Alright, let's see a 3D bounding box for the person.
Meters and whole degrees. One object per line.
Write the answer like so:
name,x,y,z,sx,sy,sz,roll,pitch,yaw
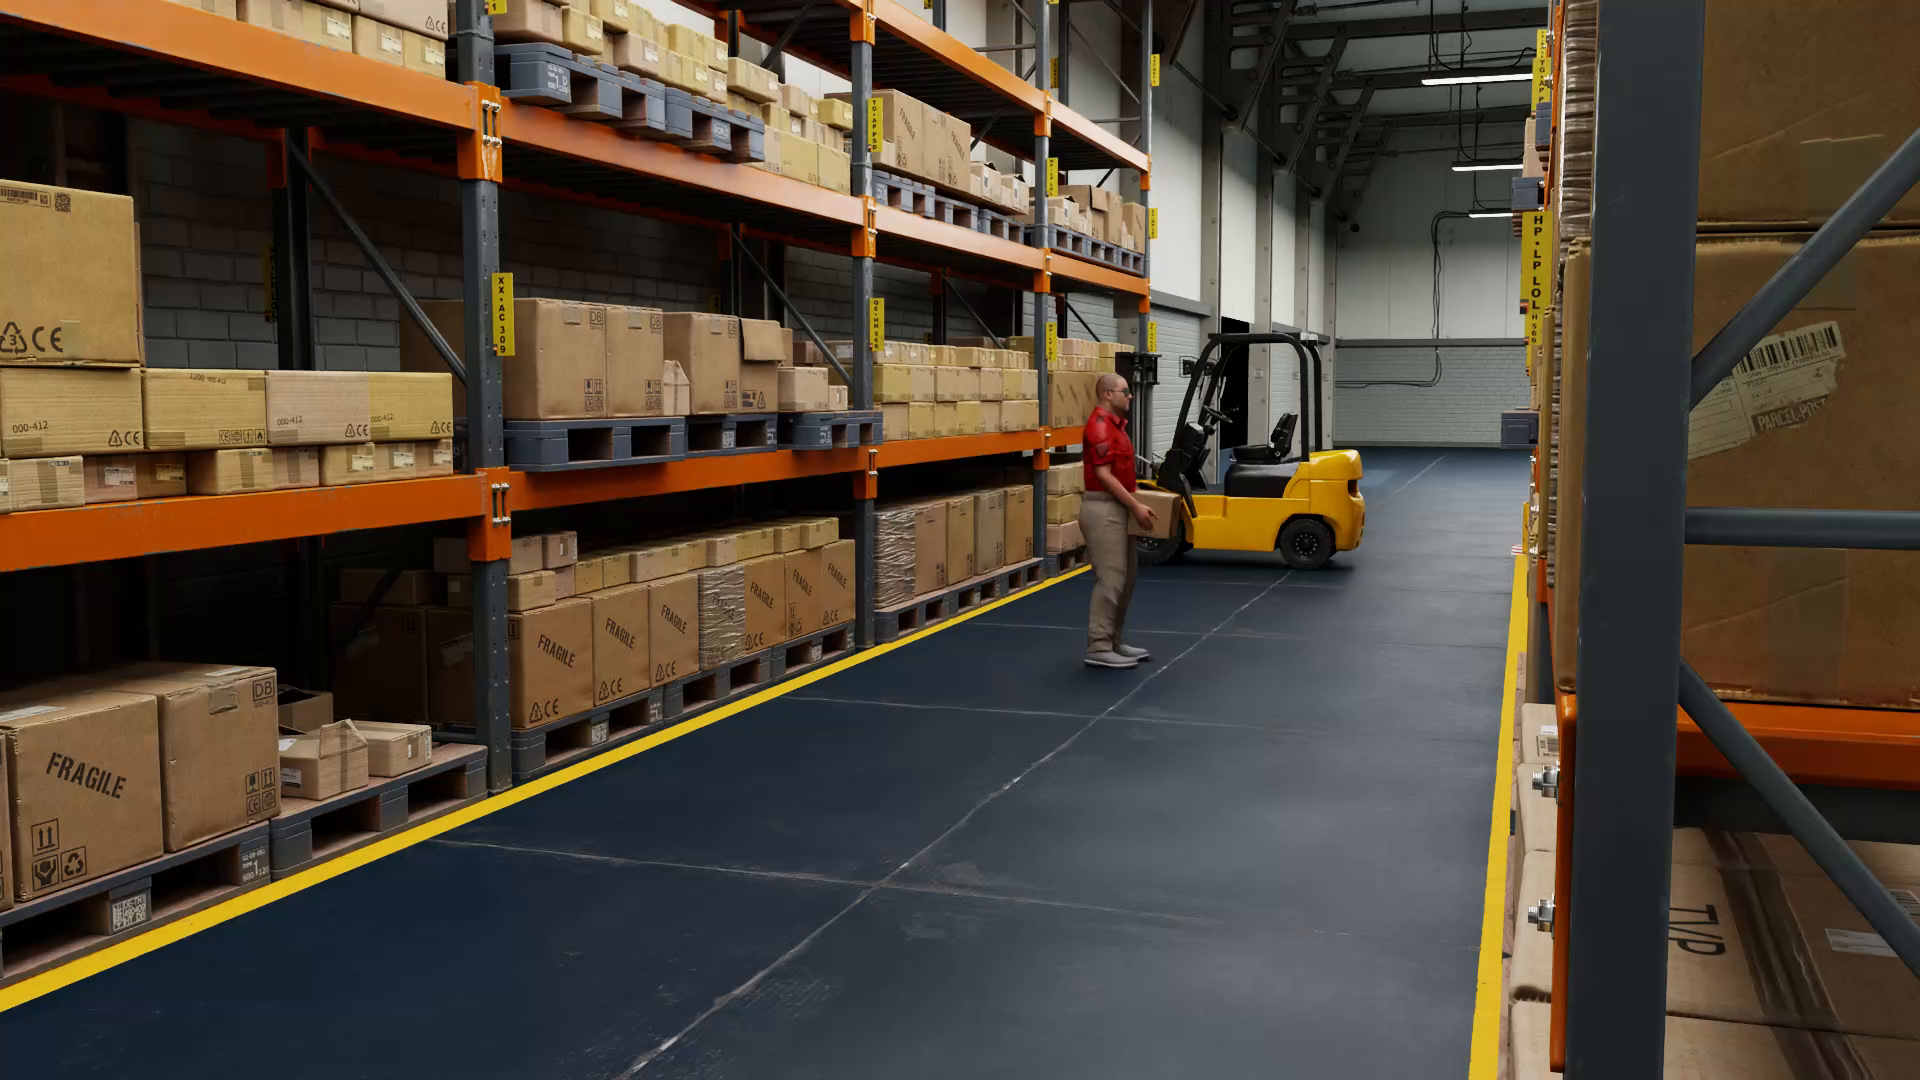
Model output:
person,0.973,-0.126,9.936,0.469,1.733,0.530,2,5,18
